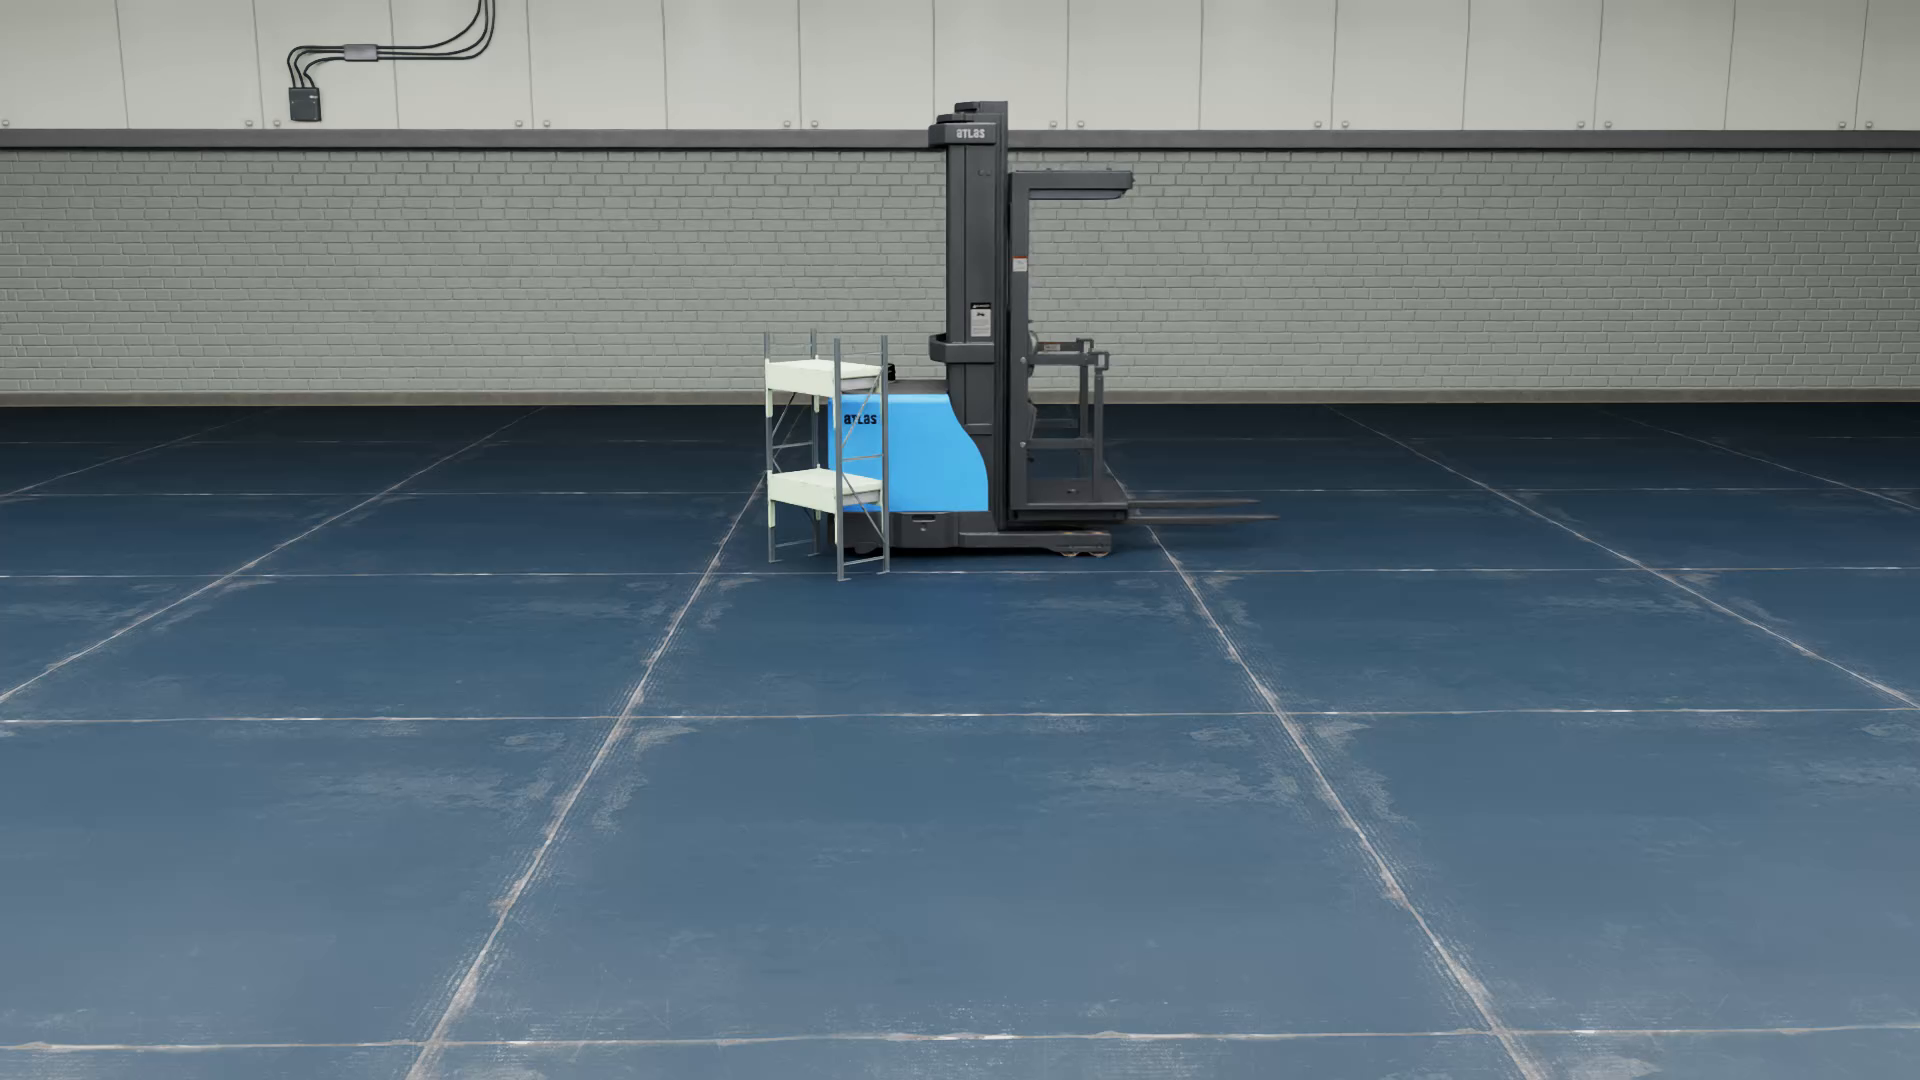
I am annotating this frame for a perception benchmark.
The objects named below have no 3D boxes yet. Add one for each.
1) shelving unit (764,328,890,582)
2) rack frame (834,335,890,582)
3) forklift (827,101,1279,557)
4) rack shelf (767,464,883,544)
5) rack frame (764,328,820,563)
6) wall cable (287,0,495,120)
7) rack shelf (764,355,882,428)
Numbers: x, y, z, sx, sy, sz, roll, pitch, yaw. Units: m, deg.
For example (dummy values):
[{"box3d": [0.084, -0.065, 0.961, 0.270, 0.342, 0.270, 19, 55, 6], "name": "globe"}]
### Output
[{"box3d": [-0.846, -0.558, 10.538, 0.431, 1.500, 0.755, -10, 15, -41], "name": "shelving unit"}, {"box3d": [-0.603, -0.504, 10.270, 0.400, 1.500, 0.023, -10, 15, -41], "name": "rack frame"}, {"box3d": [0.626, -1.427, 11.221, 3.031, 2.935, 1.130, 0, 11, -1], "name": "forklift"}, {"box3d": [-0.846, -0.239, 10.603, 0.431, 0.370, 0.720, -10, 15, -41], "name": "rack shelf"}, {"box3d": [-1.088, -0.613, 10.807, 0.400, 1.500, 0.023, -10, 15, -41], "name": "rack frame"}, {"box3d": [-6.287, -7.622, 17.943, 2.305, 6.003, 0.169, 0, 11, -1], "name": "wall cable"}, {"box3d": [-0.846, -0.941, 10.460, 0.431, 0.370, 0.720, -10, 15, -41], "name": "rack shelf"}]
